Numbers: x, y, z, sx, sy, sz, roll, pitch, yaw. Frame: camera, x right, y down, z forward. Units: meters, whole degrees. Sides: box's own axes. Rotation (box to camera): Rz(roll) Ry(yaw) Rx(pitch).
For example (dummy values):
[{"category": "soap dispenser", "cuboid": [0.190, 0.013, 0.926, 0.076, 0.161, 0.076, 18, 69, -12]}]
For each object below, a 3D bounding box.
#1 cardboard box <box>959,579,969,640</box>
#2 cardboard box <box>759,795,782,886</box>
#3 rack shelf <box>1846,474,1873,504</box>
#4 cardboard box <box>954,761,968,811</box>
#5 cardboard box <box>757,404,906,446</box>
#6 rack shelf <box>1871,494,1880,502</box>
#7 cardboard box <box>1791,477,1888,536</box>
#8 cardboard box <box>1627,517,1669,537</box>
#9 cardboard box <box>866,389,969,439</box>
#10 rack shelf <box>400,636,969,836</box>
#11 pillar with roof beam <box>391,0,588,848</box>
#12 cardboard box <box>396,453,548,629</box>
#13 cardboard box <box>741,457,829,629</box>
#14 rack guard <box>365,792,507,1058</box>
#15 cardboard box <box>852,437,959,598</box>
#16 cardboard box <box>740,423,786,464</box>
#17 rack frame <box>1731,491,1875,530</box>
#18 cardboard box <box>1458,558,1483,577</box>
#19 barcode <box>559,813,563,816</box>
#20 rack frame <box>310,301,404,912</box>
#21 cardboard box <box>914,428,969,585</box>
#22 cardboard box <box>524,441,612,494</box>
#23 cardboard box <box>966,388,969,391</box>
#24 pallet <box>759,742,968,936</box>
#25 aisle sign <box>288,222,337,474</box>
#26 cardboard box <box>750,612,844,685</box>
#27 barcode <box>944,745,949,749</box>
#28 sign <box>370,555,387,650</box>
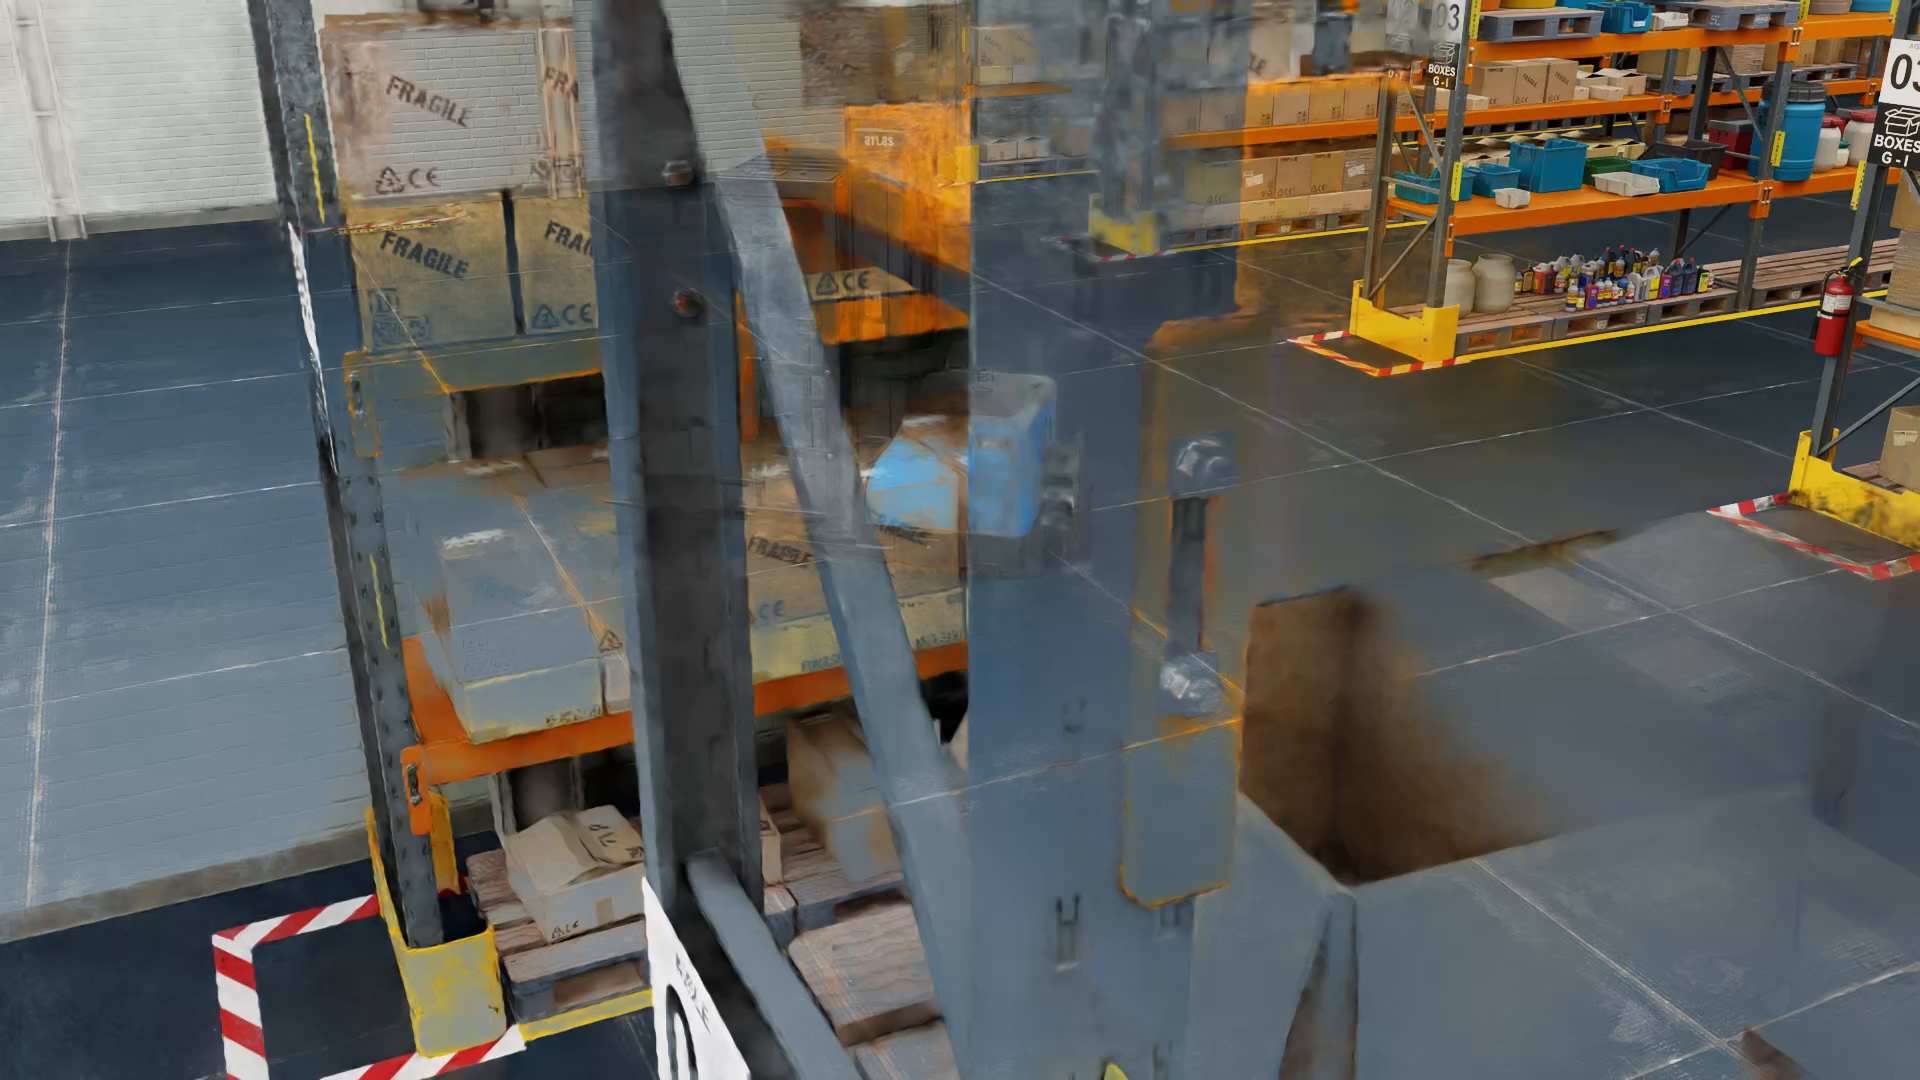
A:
[{"category": "cardboard box", "cuboid": [2.220, -6.866, 24.085, 0.500, 0.250, 0.500, -11, 25, -24]}, {"category": "cardboard box", "cuboid": [0.986, -5.754, 24.168, 0.500, 0.311, 0.500, -8, 24, -19]}, {"category": "rack shelf", "cuboid": [5.216, -7.277, 25.849, 4.000, 0.370, 1.077, -10, 25, -24]}, {"category": "cardboard box", "cuboid": [1.964, -5.905, 24.747, 0.250, 0.149, 0.380, -13, 26, -28]}, {"category": "cardboard box", "cuboid": [1.518, -7.303, 24.160, 0.500, 0.500, 0.500, -10, 25, -23]}, {"category": "rack shelf", "cuboid": [8.821, -7.941, 27.452, 4.000, 0.370, 1.077, -10, 25, -24]}, {"category": "cardboard box", "cuboid": [7.738, -7.219, 27.029, 0.750, 0.750, 0.750, -11, 25, -24]}, {"category": "cardboard box", "cuboid": [5.852, -7.126, 26.255, 0.500, 0.250, 0.500, -10, 24, -23]}, {"category": "cardboard box", "cuboid": [1.981, -7.393, 24.378, 0.500, 0.500, 0.500, -10, 24, -22]}, {"category": "rack shelf", "cuboid": [1.612, -6.614, 24.246, 4.000, 0.370, 1.077, -10, 25, -24]}, {"category": "pillar with roof beam", "cuboid": [1.933, -8.317, 19.576, 0.400, 9.000, 9.100, -10, 25, -24]}, {"category": "cardboard box", "cuboid": [0.143, -7.052, 23.554, 0.500, 0.500, 0.500, -11, 25, -24]}, {"category": "cardboard box", "cuboid": [1.288, -7.038, 23.521, 0.500, 0.500, 0.500, -11, 25, -25]}, {"category": "rack guard", "cuboid": [-0.122, -5.472, 23.816, 0.348, 0.500, 1.175, -10, 25, -24]}, {"category": "cardboard box", "cuboid": [1.748, -7.128, 23.738, 0.500, 0.500, 0.500, -10, 24, -22]}, {"category": "cardboard box", "cuboid": [1.064, -7.220, 23.959, 0.500, 0.500, 0.500, -11, 25, -25]}, {"category": "rack frame", "cuboid": [7.018, -7.941, 26.513, 0.127, 3.000, 1.000, -10, 25, -24]}, {"category": "cardboard box", "cuboid": [4.466, -6.875, 25.649, 0.500, 0.250, 0.500, -11, 25, -25]}, {"category": "barcode", "cuboid": [0.315, -5.804, 24.278, 0.075, 0.075, 0.001, -10, 25, -24]}, {"category": "rack frame", "cuboid": [-0.189, -6.613, 23.304, 0.053, 2.616, 0.949, -10, 25, -24]}, {"category": "cardboard box", "cuboid": [2.217, -7.215, 23.947, 0.500, 0.500, 0.500, -11, 25, -25]}, {"category": "cardboard box", "cuboid": [0.600, -7.132, 23.748, 0.500, 0.500, 0.500, -10, 25, -23]}, {"category": "cardboard box", "cuboid": [2.432, -7.474, 24.573, 0.500, 0.500, 0.500, -11, 25, -24]}, {"category": "pallet", "cuboid": [1.724, -5.662, 24.652, 1.213, 0.211, 1.003, -10, 25, -24]}, {"category": "aisle sign", "cuboid": [-0.125, -7.700, 22.531, 0.004, 0.787, 0.394, -10, 25, -24]}, {"category": "cardboard box", "cuboid": [1.311, -6.699, 23.682, 0.500, 0.250, 0.500, -11, 25, -24]}, {"category": "barcode", "cuboid": [2.020, -6.027, 24.894, 0.075, 0.075, 0.001, -10, 25, -24]}, {"category": "sign", "cuboid": [0.045, -6.827, 22.690, 0.005, 0.325, 0.100, -10, 25, -24]}]
